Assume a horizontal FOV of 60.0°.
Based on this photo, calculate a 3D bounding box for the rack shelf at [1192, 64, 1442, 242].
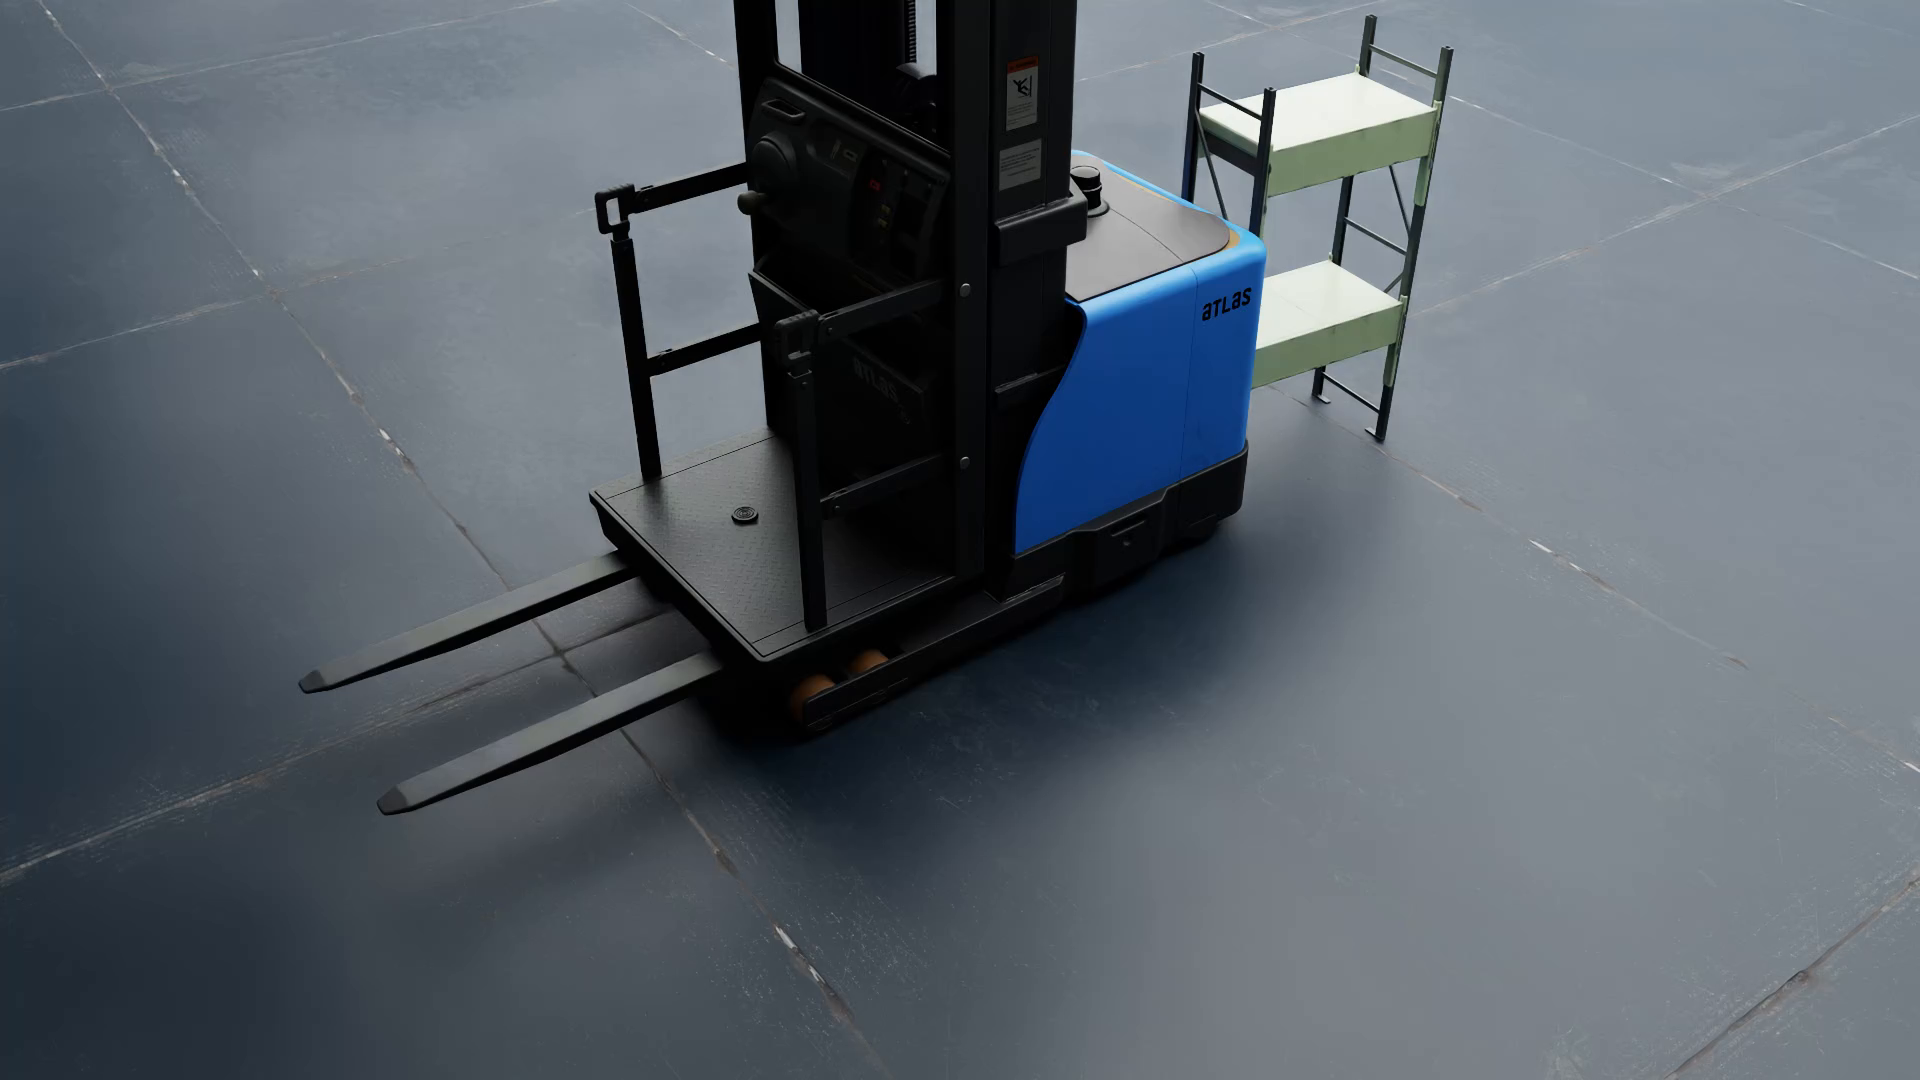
[{"bbox_3d":[1.179,-1.295,5.598,0.720,0.370,0.431,-19,40,-24],"label":"rack shelf"}]

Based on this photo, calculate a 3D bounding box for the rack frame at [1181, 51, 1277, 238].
[{"bbox_3d":[0.863,-0.870,5.676,0.023,1.500,0.400,-19,40,-24],"label":"rack frame"}]

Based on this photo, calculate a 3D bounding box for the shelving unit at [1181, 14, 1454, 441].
[{"bbox_3d":[1.179,-0.978,5.826,0.755,1.500,0.431,-19,40,-24],"label":"shelving unit"}]

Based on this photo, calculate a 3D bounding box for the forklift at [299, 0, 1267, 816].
[{"bbox_3d":[-0.499,-0.972,4.592,3.031,2.935,1.130,-24,42,-29],"label":"forklift"}]

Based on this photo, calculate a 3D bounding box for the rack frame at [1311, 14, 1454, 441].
[{"bbox_3d":[1.495,-1.086,5.976,0.023,1.500,0.400,-19,40,-24],"label":"rack frame"}]

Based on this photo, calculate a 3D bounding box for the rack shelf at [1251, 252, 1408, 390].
[{"bbox_3d":[1.179,-0.714,6.016,0.720,0.370,0.431,-19,40,-24],"label":"rack shelf"}]
